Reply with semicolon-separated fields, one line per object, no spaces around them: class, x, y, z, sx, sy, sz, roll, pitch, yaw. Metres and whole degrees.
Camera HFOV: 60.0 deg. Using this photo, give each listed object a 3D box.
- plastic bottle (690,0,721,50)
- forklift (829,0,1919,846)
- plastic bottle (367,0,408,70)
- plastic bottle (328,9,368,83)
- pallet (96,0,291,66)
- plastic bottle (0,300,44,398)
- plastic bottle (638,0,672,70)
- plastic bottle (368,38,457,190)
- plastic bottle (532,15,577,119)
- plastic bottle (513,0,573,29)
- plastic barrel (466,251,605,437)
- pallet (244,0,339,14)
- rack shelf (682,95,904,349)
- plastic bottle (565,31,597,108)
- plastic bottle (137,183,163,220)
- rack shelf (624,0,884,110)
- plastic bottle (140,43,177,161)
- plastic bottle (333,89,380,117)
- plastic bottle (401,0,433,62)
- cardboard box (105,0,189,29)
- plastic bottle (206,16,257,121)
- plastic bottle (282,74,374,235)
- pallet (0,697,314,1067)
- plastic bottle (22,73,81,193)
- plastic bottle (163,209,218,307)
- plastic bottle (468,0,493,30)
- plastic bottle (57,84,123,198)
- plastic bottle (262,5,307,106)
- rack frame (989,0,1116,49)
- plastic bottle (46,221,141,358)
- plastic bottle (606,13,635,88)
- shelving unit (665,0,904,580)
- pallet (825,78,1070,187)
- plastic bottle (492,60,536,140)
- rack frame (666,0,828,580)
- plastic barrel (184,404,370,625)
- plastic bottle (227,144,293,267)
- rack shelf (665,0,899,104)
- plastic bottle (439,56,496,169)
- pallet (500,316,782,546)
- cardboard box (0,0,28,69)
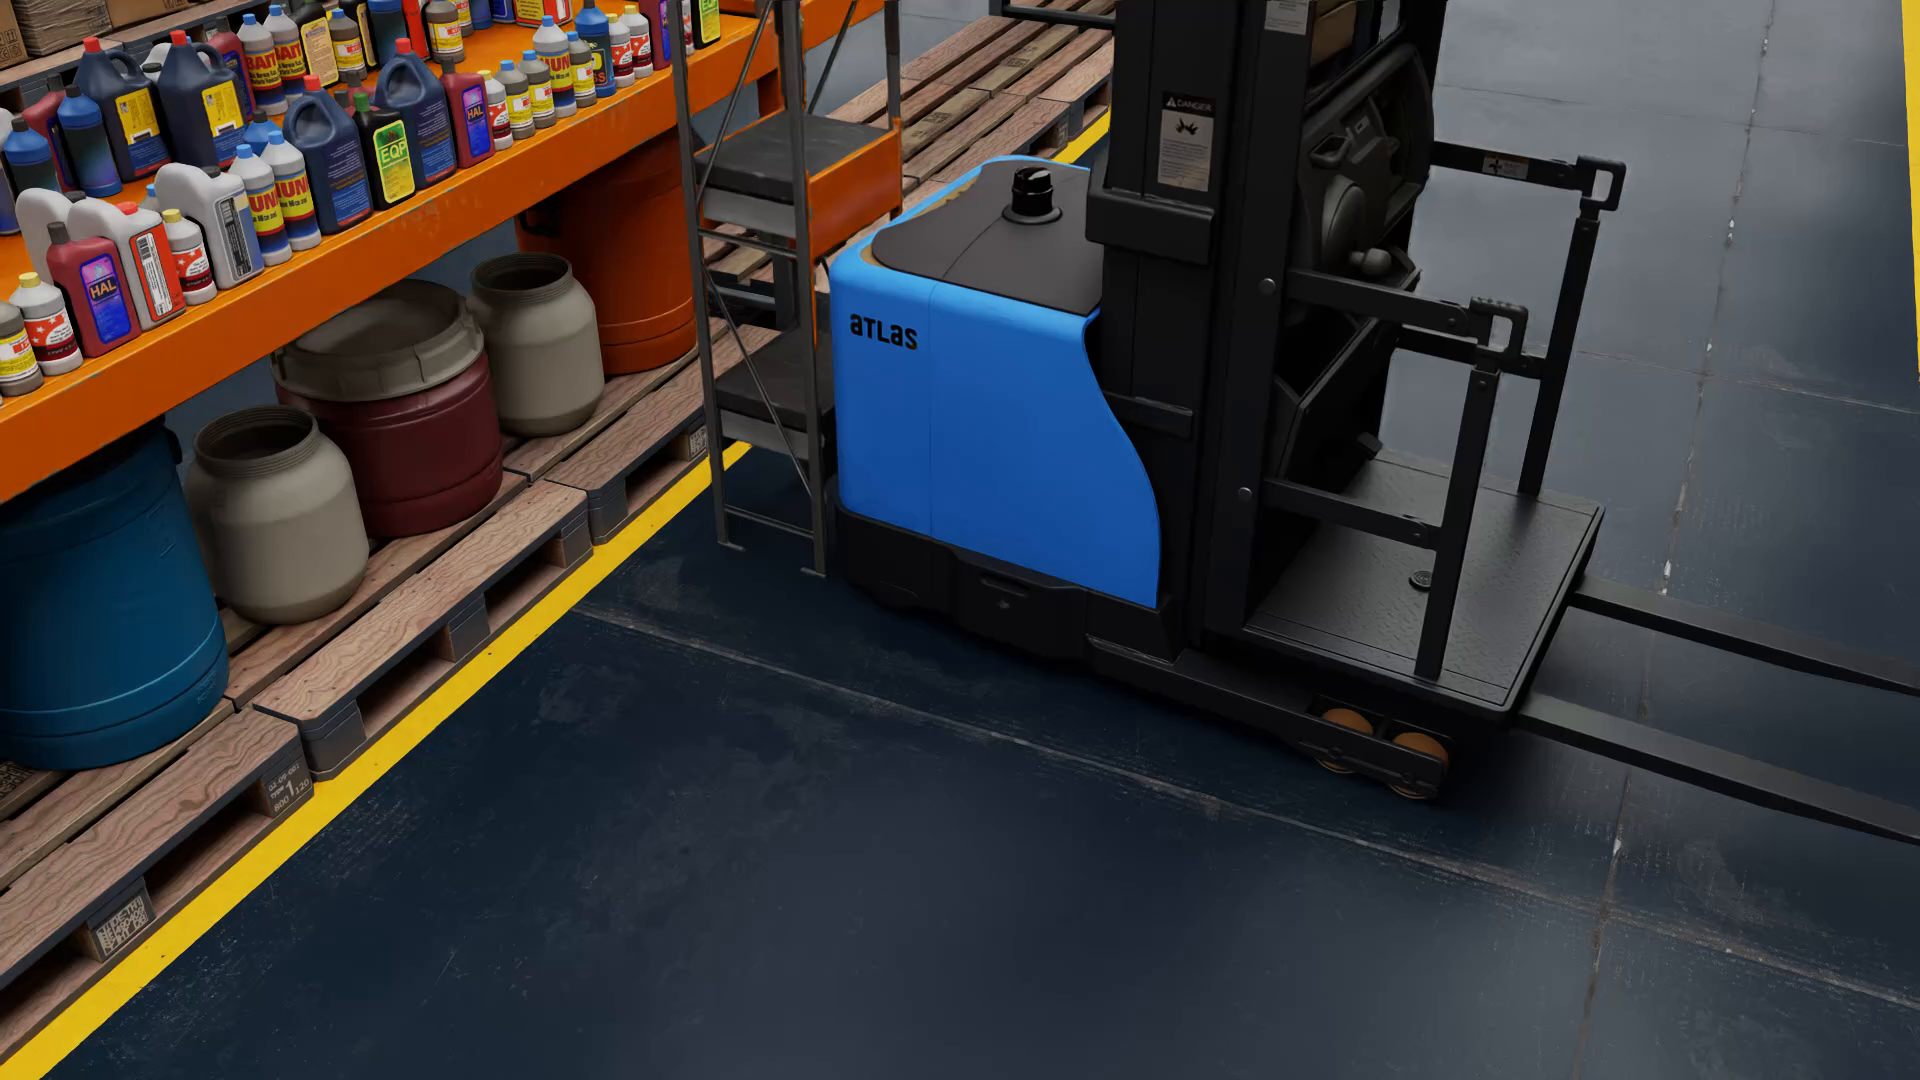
plastic bottle;-0.814;-1.696;5.208;0.061;0.283;0.133;14;36;20
forklift;1.165;-0.900;3.950;3.031;2.935;1.130;18;37;25
plastic bottle;-1.719;-1.553;5.001;0.097;0.271;0.097;0;33;0
plastic bottle;-1.830;-1.472;4.940;0.097;0.201;0.097;0;33;0
pallet;-4.691;-3.009;9.646;1.003;0.211;1.213;14;36;20
plastic bottle;-1.899;-0.394;3.297;0.097;0.201;0.097;0;33;0
plastic bottle;-0.910;-1.581;5.032;0.061;0.283;0.133;14;36;20
plastic bottle;-1.397;-1.085;4.215;0.144;0.351;0.185;14;36;20
plastic bottle;-1.138;-1.329;4.659;0.097;0.271;0.097;0;33;0
plastic bottle;-1.369;-1.816;5.397;0.152;0.276;0.135;14;36;20
plastic barrel;-1.376;-0.630;5.362;0.421;0.512;0.421;0;33;0
pallet;-4.182;-3.619;10.576;1.003;0.211;1.213;14;36;20
rack shelf;-0.464;-0.918;4.760;0.431;0.518;0.480;17;37;24
plastic bottle;-1.098;-1.348;4.752;0.097;0.201;0.097;0;33;0
plastic bottle;-1.803;-0.708;3.776;0.097;0.201;0.097;0;33;0
rack shelf;-0.195;-2.740;7.349;1.077;0.370;4.000;14;36;20
plastic bottle;-2.087;-1.160;4.397;0.152;0.276;0.135;14;36;20
plastic bottle;-1.481;-0.982;4.119;0.061;0.283;0.133;14;36;20
plastic bottle;-1.700;-1.621;5.099;0.152;0.276;0.135;14;36;20
cardboard box;-4.817;-3.221;9.305;0.700;0.500;0.500;17;37;24
plastic bottle;-2.032;-1.289;4.587;0.061;0.283;0.133;14;36;20
plastic bottle;-1.530;-0.927;3.973;0.144;0.351;0.185;14;36;20
pallet;-2.345;0.739;3.930;1.003;0.211;1.213;14;36;20
plastic bottle;-2.262;-1.015;4.169;0.061;0.283;0.133;14;36;20
plastic bottle;-1.705;-0.625;3.649;0.097;0.201;0.097;0;33;0
plastic bottle;-1.580;-1.798;5.373;0.097;0.271;0.097;0;33;0
plastic bottle;-2.183;-1.001;4.158;0.097;0.271;0.097;0;33;0
plastic bottle;-1.926;-1.386;4.745;0.097;0.271;0.097;0;33;0
rack frame;0.641;-4.037;8.670;1.000;3.000;0.127;14;36;20
plastic bottle;-1.793;-0.530;3.430;0.061;0.283;0.133;14;36;20
plastic bottle;-1.016;-1.445;4.900;0.097;0.201;0.097;0;33;0
shelving unit;-0.464;-0.929;4.752;0.431;2.100;0.503;17;37;24
pallet;-0.161;-1.861;7.895;1.003;0.211;1.213;14;36;20
plastic bottle;-1.220;-1.203;4.530;0.097;0.201;0.097;0;33;0
rack frame;-0.583;-0.812;4.574;0.400;2.100;0.015;17;37;24
plastic barrel;-1.849;-0.068;4.504;0.421;0.512;0.421;0;33;0
plastic bottle;-1.608;-0.770;3.806;0.097;0.271;0.097;0;33;0
rack shelf;-0.464;-1.503;4.376;0.431;0.518;0.480;17;37;24
plastic bottle;-1.292;-1.127;4.340;0.061;0.283;0.133;14;36;20
pallet;-1.324;-0.476;5.783;1.003;0.211;1.213;14;36;20
cardboard box;-5.269;-2.658;8.446;0.700;0.500;0.500;12;35;18
